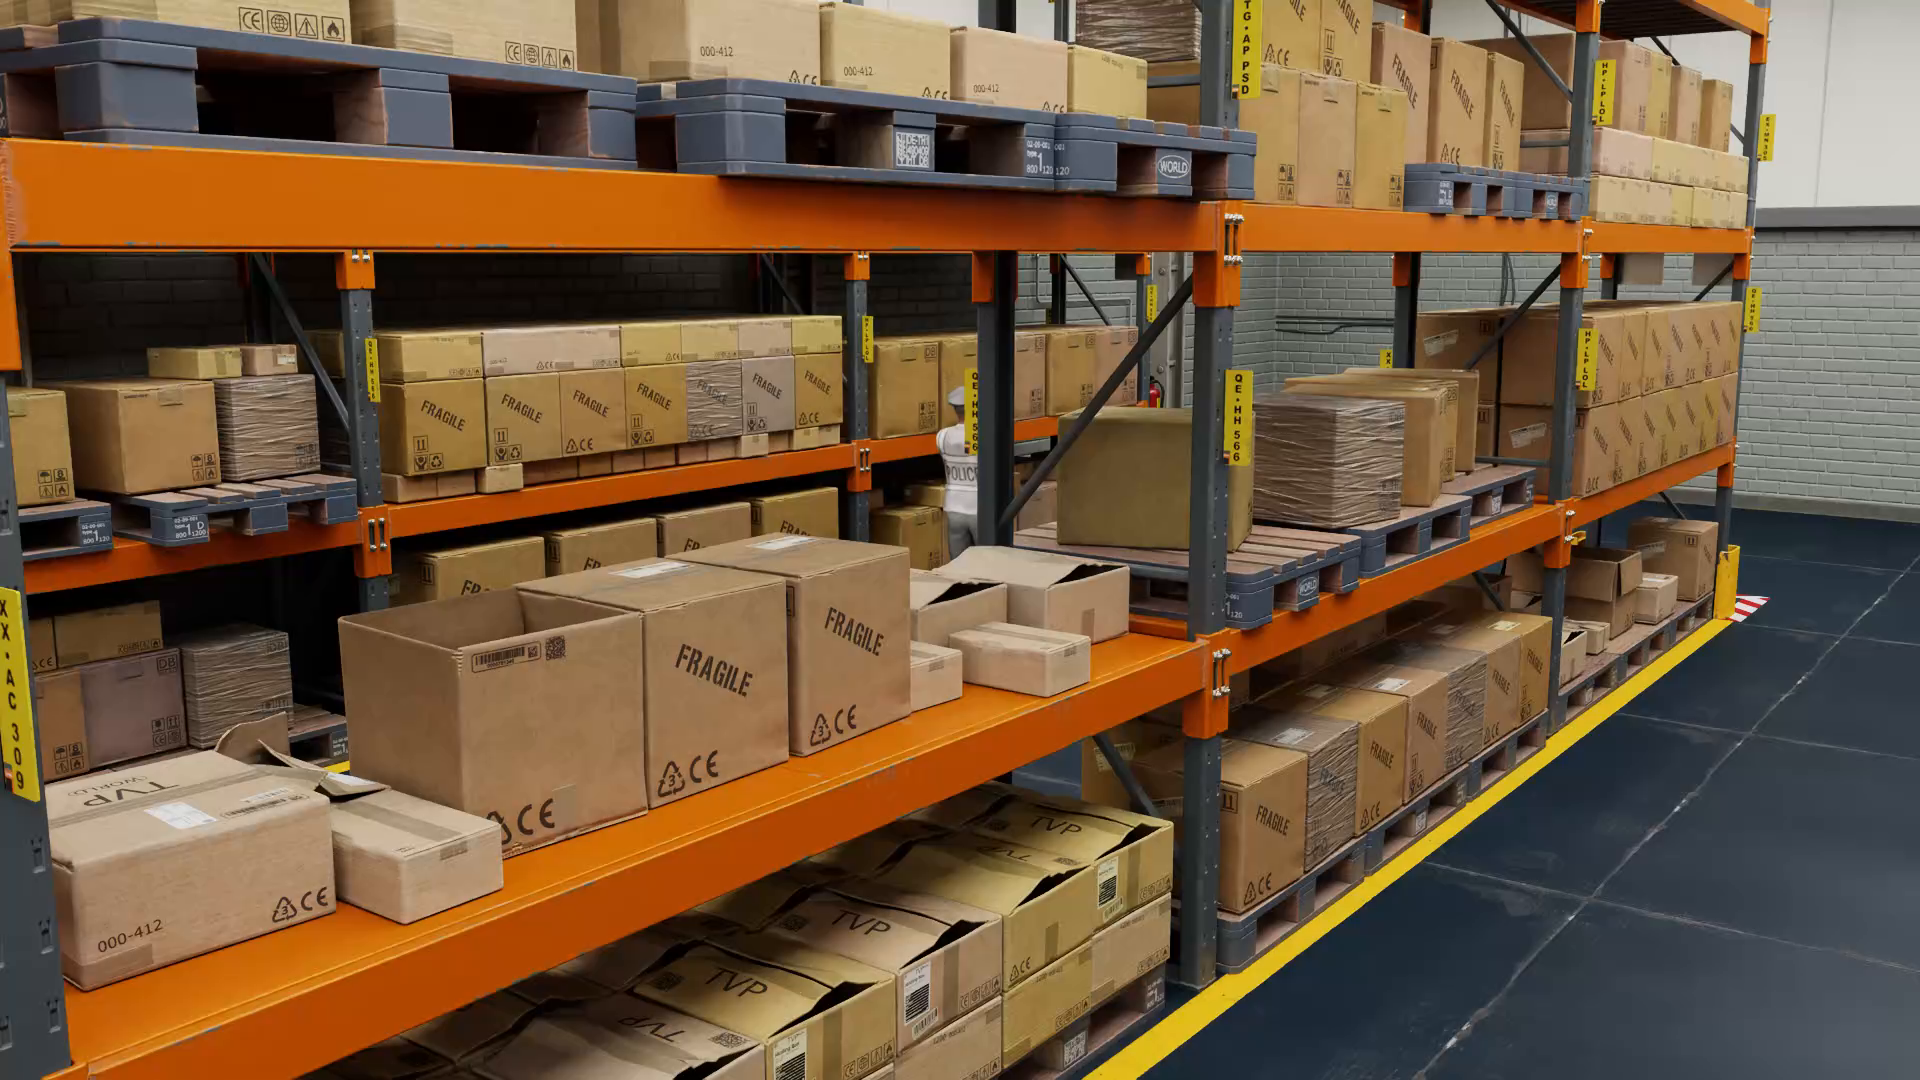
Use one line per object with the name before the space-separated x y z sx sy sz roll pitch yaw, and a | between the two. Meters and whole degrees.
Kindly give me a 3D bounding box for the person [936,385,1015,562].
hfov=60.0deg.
person | 0.133 -0.194 11.466 0.493 1.762 0.566 6 11 31
